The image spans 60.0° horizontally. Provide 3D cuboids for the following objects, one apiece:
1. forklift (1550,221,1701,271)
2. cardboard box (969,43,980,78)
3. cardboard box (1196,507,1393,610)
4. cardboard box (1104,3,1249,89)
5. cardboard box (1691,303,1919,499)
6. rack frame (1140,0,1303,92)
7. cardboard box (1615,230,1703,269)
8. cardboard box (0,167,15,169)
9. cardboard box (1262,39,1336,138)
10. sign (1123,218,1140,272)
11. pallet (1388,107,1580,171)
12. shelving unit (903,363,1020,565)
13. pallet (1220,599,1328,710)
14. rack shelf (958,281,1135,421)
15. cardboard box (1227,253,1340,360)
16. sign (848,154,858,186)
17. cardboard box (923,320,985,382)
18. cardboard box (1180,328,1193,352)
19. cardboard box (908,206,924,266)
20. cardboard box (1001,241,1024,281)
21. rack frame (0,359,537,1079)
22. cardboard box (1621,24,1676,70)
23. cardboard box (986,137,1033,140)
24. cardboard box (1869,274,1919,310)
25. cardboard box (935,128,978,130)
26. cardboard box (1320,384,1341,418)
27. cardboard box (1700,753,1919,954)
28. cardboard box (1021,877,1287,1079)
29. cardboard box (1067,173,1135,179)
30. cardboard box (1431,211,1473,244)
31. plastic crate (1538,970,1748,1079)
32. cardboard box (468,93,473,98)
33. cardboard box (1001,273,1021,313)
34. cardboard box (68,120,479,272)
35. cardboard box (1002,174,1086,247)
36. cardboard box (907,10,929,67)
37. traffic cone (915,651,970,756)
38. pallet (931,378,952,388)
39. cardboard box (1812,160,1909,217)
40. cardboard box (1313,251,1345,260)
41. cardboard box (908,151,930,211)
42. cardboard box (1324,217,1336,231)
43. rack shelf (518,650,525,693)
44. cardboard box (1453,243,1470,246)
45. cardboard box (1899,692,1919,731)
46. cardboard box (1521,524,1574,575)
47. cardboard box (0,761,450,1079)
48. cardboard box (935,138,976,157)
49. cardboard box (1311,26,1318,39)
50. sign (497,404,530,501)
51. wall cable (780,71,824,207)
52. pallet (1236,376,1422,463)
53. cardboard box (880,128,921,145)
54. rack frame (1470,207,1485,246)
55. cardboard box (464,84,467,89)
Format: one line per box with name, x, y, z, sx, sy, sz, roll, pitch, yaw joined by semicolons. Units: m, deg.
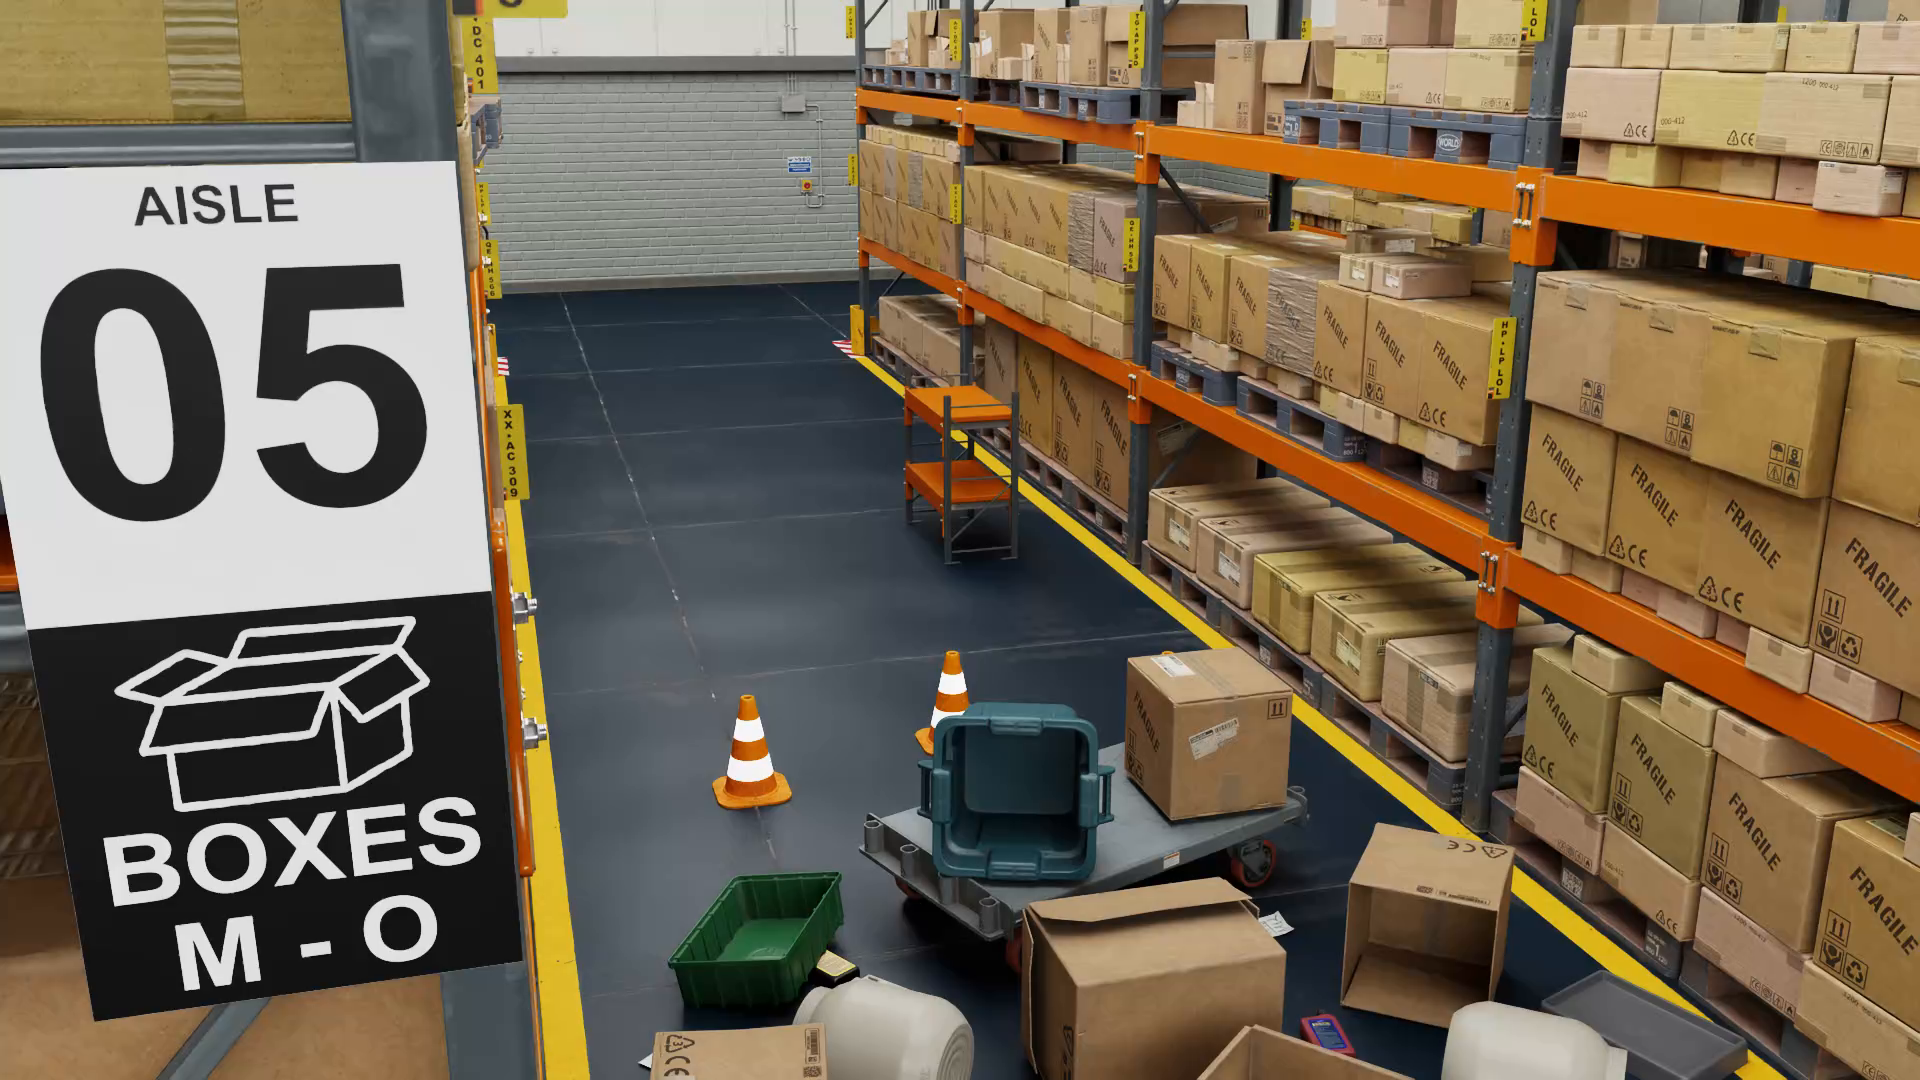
forklift;4.225;-1.034;9.801;1.130;2.935;3.031;-6;18;-20
cardboard box;0.297;-3.834;13.293;0.396;0.266;0.258;-5;17;-16
cardboard box;1.952;0.097;9.752;0.950;0.372;0.625;-5;17;-16
cardboard box;1.347;-3.100;10.435;0.797;0.503;0.637;-6;18;-19
cardboard box;2.838;-0.461;5.342;0.700;0.500;0.500;-5;17;-16
rack frame;1.595;-4.194;9.772;1.000;3.000;0.127;-5;17;-15
cardboard box;5.740;-2.402;13.324;0.797;0.503;0.637;-5;17;-17
cardboard box;-1.564;-0.530;2.320;0.380;0.149;0.250;-5;17;-15
cardboard box;2.042;-2.387;8.791;0.797;0.503;0.637;-5;17;-15
sign;1.063;-1.830;10.319;0.100;0.325;0.005;-5;17;-15
pallet;2.627;-1.740;7.143;1.213;0.211;1.003;-5;17;-15
shelving unit;-0.002;-0.541;11.296;0.538;1.125;1.048;-5;17;-15
pallet;2.140;0.568;9.194;1.003;0.211;1.213;-5;17;-15
rack shelf;1.046;-1.529;12.580;1.077;0.370;4.000;-5;17;-15
cardboard box;1.799;-1.279;9.076;0.500;0.500;0.500;-4;17;-14
sign;-1.138;-3.944;17.725;0.100;0.325;0.005;-5;17;-15
cardboard box;0.180;-1.831;16.057;0.875;0.438;0.875;-5;17;-17
cardboard box;1.551;-1.216;9.993;0.380;0.149;0.250;-6;18;-19
cardboard box;-0.176;-2.863;15.595;0.500;0.500;0.500;-5;17;-16
cardboard box;0.629;-2.167;12.844;0.500;0.250;0.500;-4;17;-15
rack frame;-0.938;1.311;1.872;1.000;3.000;0.127;-5;17;-15
cardboard box;2.567;-1.730;5.833;0.380;0.149;0.250;-4;17;-14
cardboard box;0.453;-3.583;15.127;0.380;0.149;0.250;-5;17;-16
cardboard box;6.390;-1.601;10.960;0.500;0.250;0.500;-4;17;-14
cardboard box;-0.038;-4.082;16.786;0.380;0.149;0.250;-4;17;-14
cardboard box;2.021;-0.699;8.271;0.380;0.149;0.250;-5;17;-15
cardboard box;2.896;1.018;5.596;0.500;0.500;0.500;-4;17;-12
cardboard box;0.612;1.479;5.418;0.797;0.637;0.503;-5;17;-15
cardboard box;1.130;-2.566;12.868;0.500;0.500;0.500;-4;17;-14
cardboard box;4.893;-3.013;16.011;0.500;0.250;0.500;-4;17;-14
plastic crate;2.338;1.683;5.710;0.402;0.080;0.583;-12;20;-34
cardboard box;-2.389;-2.176;7.191;0.500;0.500;0.500;-5;17;-15
cardboard box;0.632;-1.927;12.913;0.500;0.250;0.500;-5;17;-16
cardboard box;-0.724;-0.374;1.802;0.380;0.149;0.250;-5;17;-15
cardboard box;0.642;-2.532;12.755;0.500;0.500;0.500;-5;17;-17
cardboard box;-0.193;-4.698;15.585;0.500;0.500;0.500;-4;17;-14
traffic cone;-0.033;0.767;8.093;0.336;0.463;0.334;-5;17;-15
pallet;0.362;-1.308;15.440;1.003;0.211;1.213;-5;17;-15
cardboard box;2.814;-1.061;4.994;0.380;0.149;0.250;-5;17;-16
cardboard box;2.280;-1.327;9.234;0.500;0.500;0.500;-6;18;-19
cardboard box;-0.180;-3.344;15.457;0.500;0.500;0.500;-4;17;-15
cardboard box;4.225;-3.483;18.269;0.380;0.149;0.250;-4;17;-14
rack shelf;-2.587;-0.004;7.501;1.077;0.370;4.000;-5;17;-15
cardboard box;4.937;-2.768;15.891;0.380;0.149;0.250;-4;17;-14
cardboard box;3.084;0.502;5.005;0.380;0.149;0.250;-5;17;-15
cardboard box;2.473;0.019;6.613;0.380;0.149;0.250;-5;17;-16
cardboard box;-1.002;0.617;2.047;0.875;0.550;0.550;-5;17;-15
cardboard box;-0.009;-3.544;14.998;0.380;0.149;0.250;-5;17;-16
cardboard box;4.049;-5.531;18.312;0.500;0.250;0.500;-5;17;-16
sign;-1.504;-0.292;5.567;0.100;0.325;0.005;-5;17;-15
wall cable;-2.175;-5.593;23.037;0.585;1.953;0.123;-5;17;-15
pallet;2.179;-0.684;8.850;1.003;0.211;1.213;-5;17;-15
cardboard box;-0.580;-4.032;16.620;0.380;0.149;0.250;-5;18;-17
rack frame;5.268;-2.821;15.628;1.000;3.000;0.127;-5;17;-15
cardboard box;-1.209;-0.863;3.429;0.380;0.149;0.250;-5;17;-15
